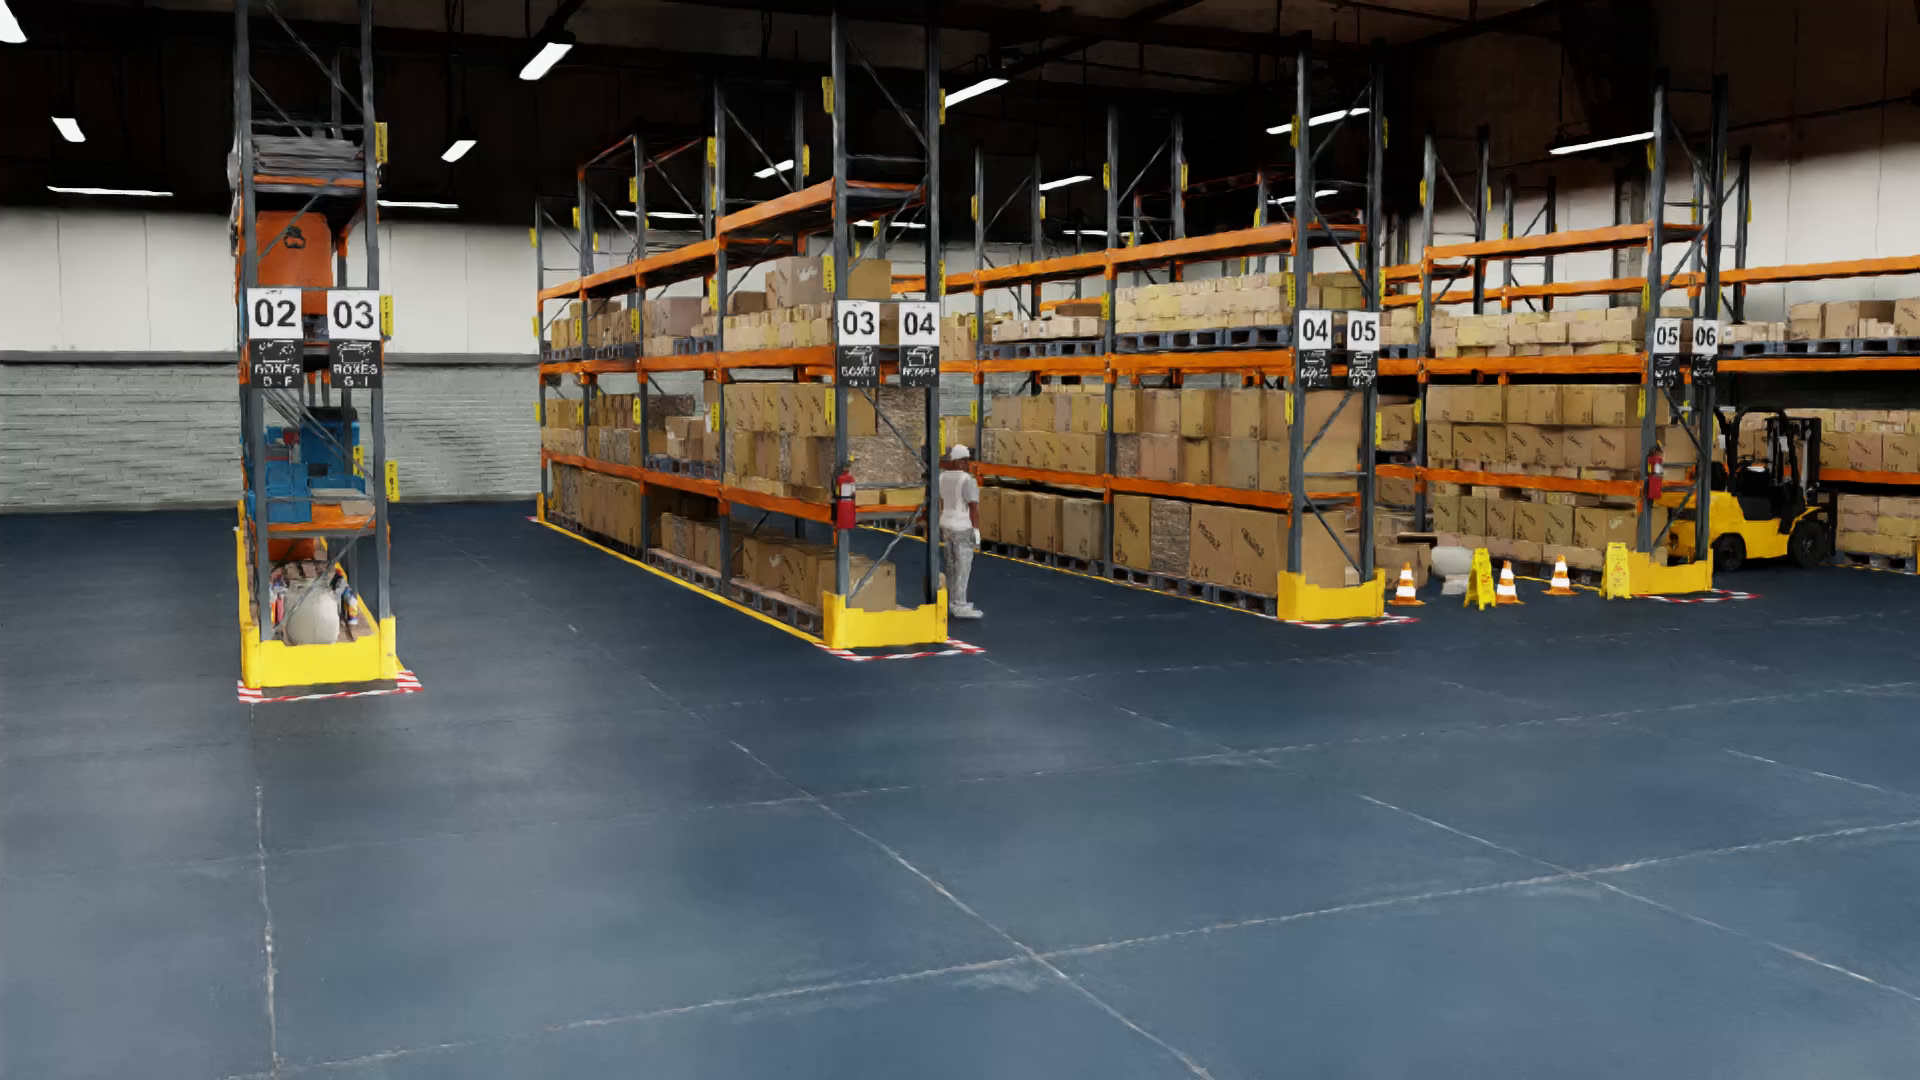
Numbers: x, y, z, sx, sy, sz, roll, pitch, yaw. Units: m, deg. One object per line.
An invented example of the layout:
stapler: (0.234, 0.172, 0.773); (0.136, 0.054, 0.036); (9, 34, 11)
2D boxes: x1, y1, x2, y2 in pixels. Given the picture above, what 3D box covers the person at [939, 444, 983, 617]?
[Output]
person: (0.038, -0.109, 17.443); (0.478, 1.787, 0.620); (-4, 7, -37)
